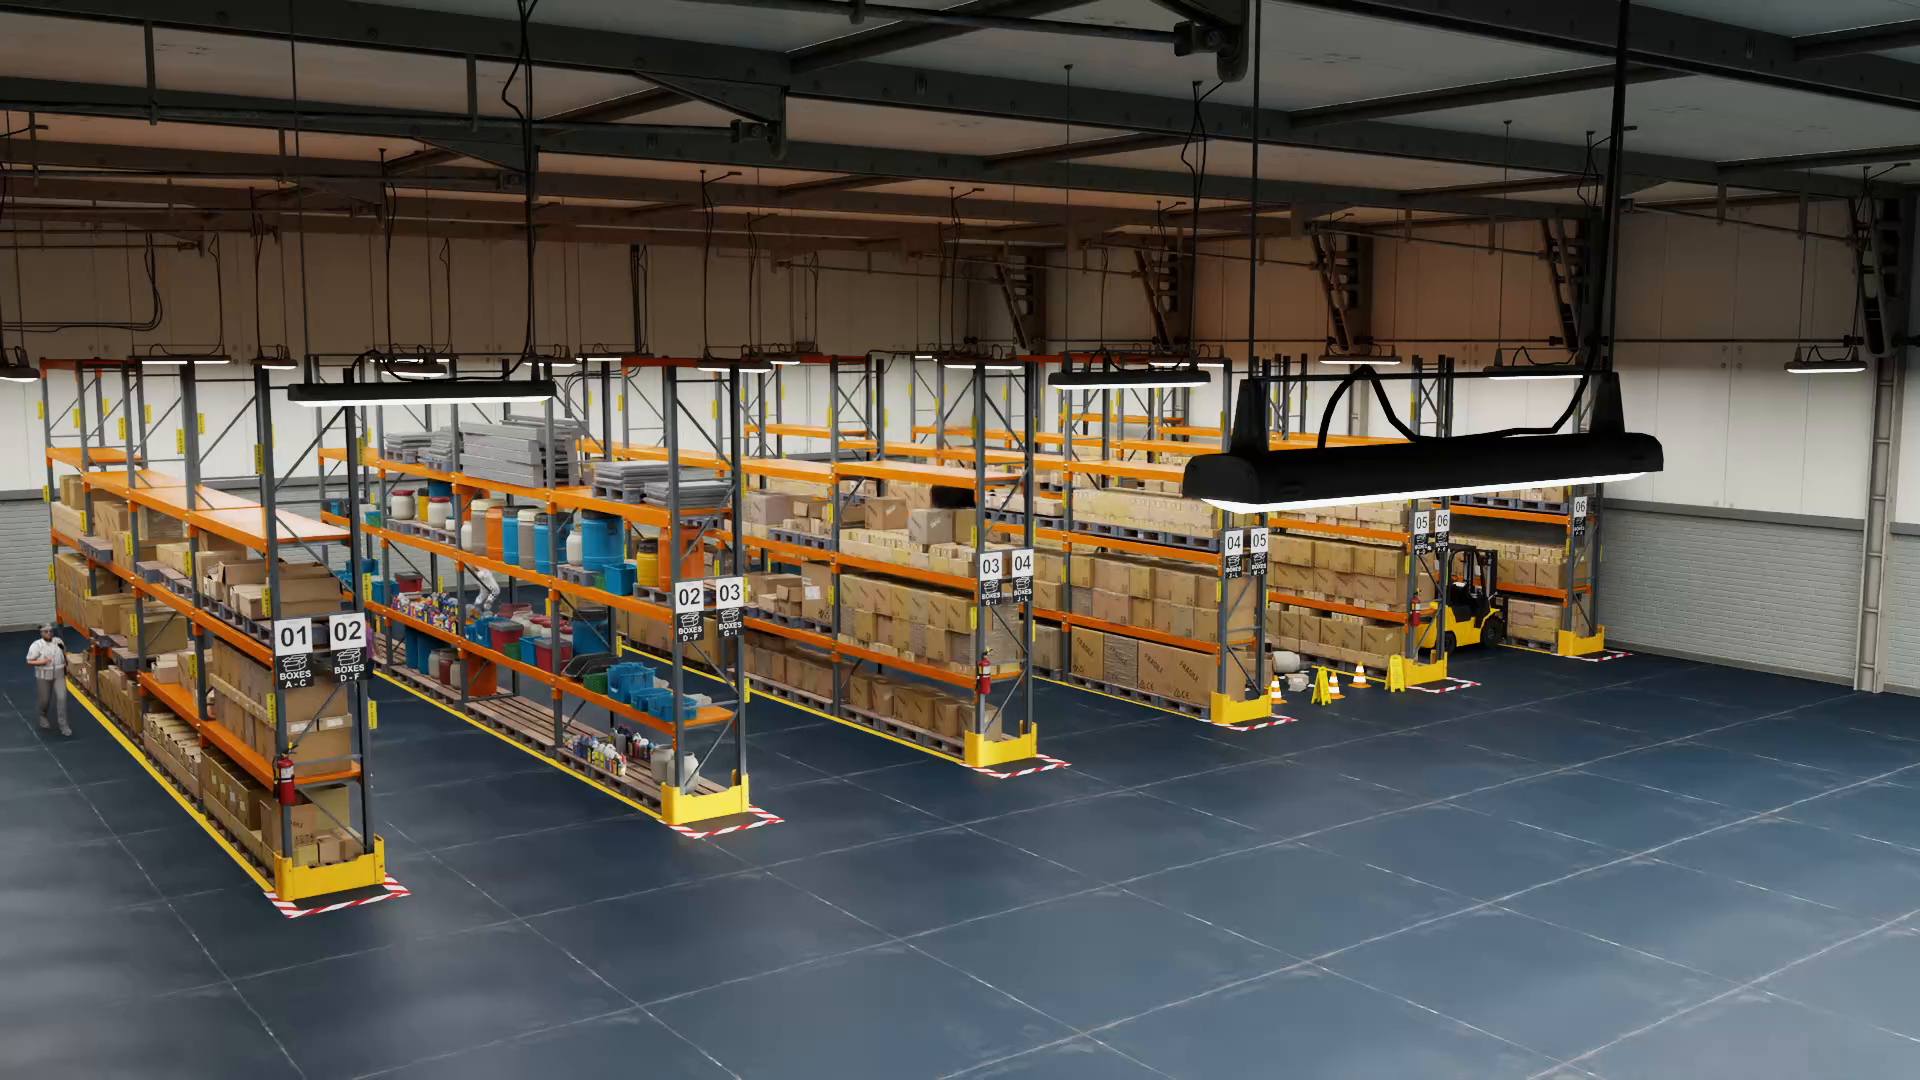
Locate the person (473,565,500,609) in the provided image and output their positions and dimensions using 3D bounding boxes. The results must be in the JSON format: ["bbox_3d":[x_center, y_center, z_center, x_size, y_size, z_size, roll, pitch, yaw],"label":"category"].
[{"bbox_3d":[-10.889,0.816,38.125,0.635,1.684,0.638,-2,7,-20],"label":"person"}]

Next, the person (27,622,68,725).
[{"bbox_3d":[-14.708,2.146,26.846,0.642,1.672,0.800,-7,10,-44],"label":"person"}]

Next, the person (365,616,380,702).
[{"bbox_3d":[-10.531,2.065,29.258,0.525,1.562,0.680,-5,9,-37],"label":"person"}]
